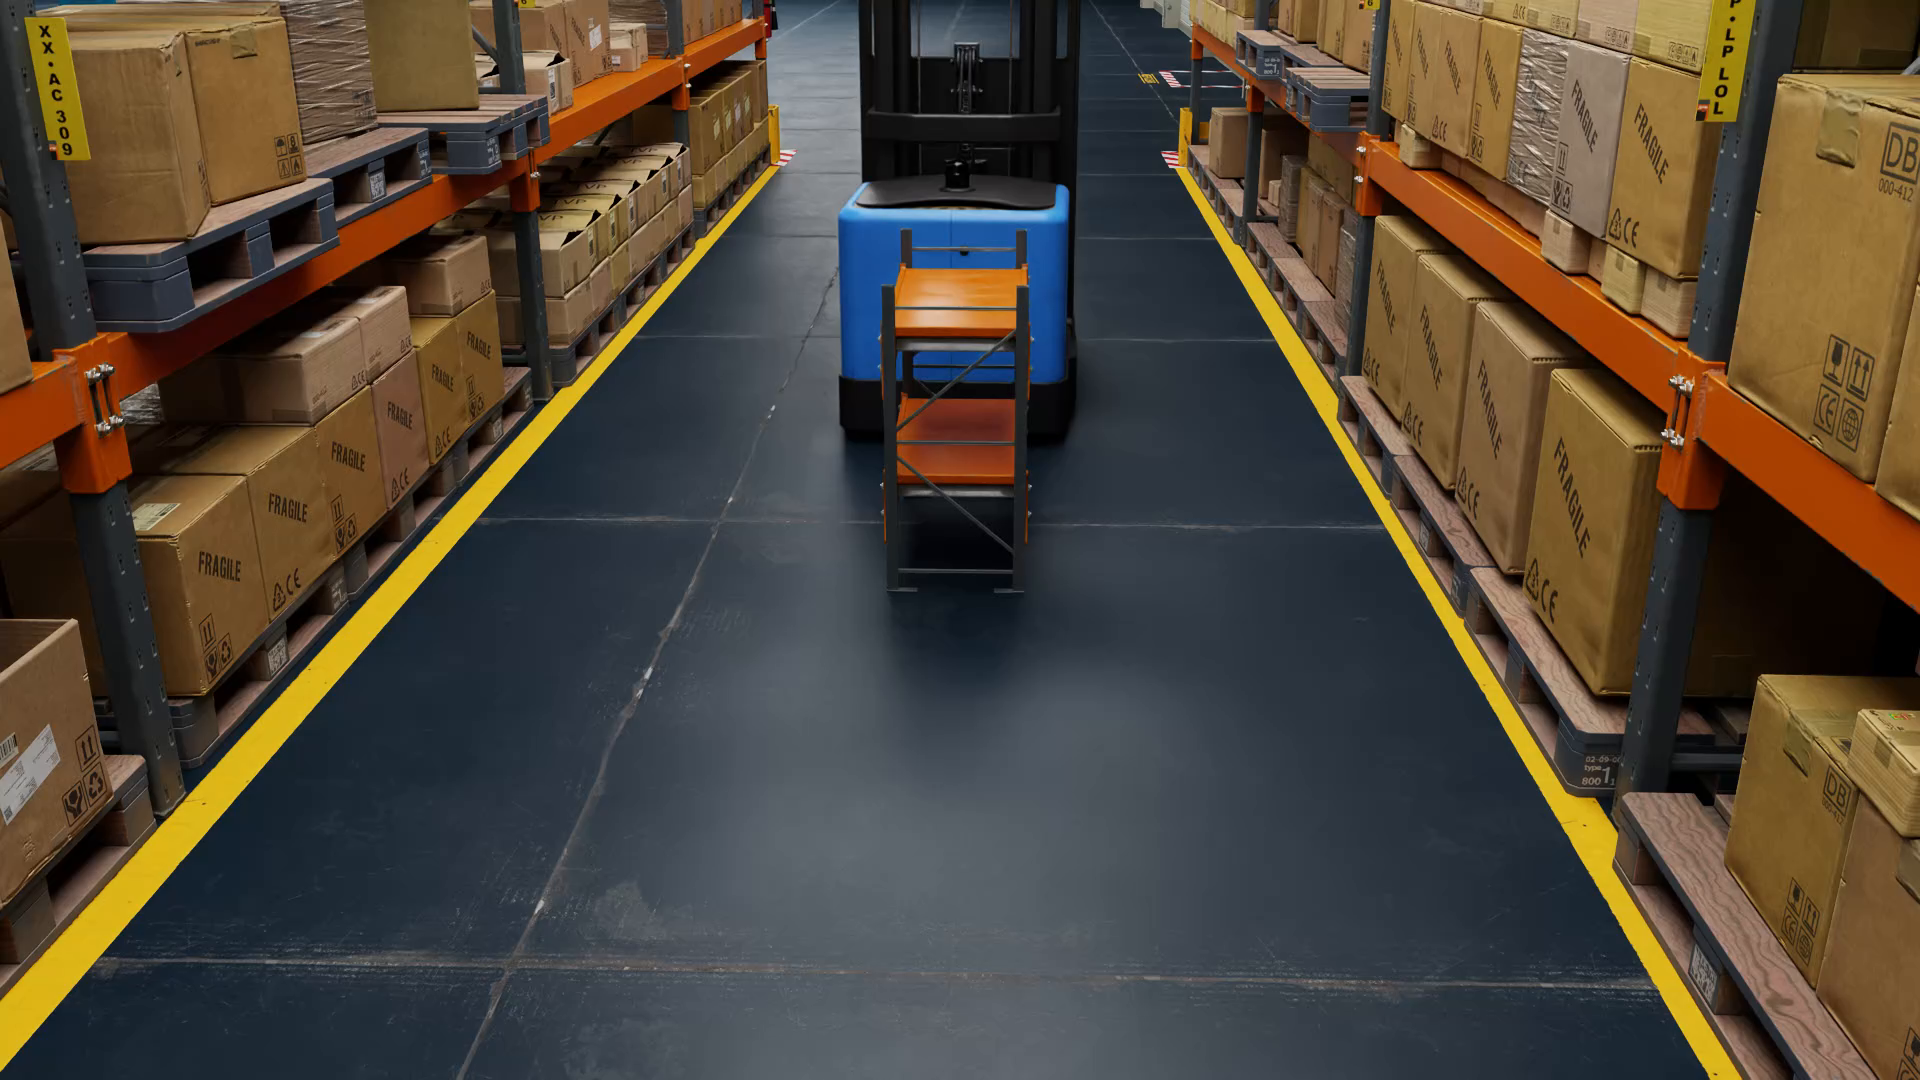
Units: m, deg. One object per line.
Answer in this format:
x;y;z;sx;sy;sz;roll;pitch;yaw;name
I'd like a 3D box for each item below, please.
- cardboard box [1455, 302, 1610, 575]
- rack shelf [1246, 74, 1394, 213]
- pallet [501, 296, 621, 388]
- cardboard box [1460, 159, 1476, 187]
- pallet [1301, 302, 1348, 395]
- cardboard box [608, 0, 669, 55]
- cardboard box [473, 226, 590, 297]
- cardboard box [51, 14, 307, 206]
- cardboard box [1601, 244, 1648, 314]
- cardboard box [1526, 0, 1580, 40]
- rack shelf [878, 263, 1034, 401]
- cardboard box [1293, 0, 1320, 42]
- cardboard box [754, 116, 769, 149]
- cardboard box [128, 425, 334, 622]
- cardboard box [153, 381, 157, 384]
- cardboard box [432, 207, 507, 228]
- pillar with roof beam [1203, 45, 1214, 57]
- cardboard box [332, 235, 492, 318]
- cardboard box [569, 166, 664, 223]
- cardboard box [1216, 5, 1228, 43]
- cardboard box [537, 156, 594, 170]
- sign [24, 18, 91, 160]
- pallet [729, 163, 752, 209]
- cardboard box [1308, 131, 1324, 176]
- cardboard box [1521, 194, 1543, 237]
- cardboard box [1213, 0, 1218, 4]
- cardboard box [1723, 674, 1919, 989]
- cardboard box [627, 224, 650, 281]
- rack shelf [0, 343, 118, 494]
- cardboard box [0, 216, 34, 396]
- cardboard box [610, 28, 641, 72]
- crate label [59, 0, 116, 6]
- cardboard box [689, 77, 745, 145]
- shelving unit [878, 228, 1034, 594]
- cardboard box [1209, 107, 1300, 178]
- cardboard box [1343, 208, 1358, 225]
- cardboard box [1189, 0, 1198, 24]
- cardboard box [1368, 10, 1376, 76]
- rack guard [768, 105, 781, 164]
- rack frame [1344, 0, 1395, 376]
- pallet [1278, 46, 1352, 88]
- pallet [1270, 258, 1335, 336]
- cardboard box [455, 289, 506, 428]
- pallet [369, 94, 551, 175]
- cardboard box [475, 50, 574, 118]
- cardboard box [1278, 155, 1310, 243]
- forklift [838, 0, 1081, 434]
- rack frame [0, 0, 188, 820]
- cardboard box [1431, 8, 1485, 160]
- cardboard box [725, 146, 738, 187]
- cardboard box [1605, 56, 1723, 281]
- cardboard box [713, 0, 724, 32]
2.194;-0.358;5.697;0.750;0.750;0.750;1;21;3;cardboard box
2.462;-2.441;9.668;1.077;0.370;4.000;1;21;2;rack shelf
-2.486;-1.104;9.081;1.003;0.211;1.213;1;21;2;pallet
2.167;-1.457;6.456;0.380;0.149;0.250;1;21;3;cardboard box
2.427;-1.036;8.907;1.003;0.211;1.213;1;21;2;pallet
-2.421;-3.760;11.934;0.700;0.500;0.500;0;21;0;cardboard box
-2.241;-1.468;8.611;0.500;0.311;0.500;1;21;3;cardboard box
-2.476;-1.321;5.067;0.700;0.500;0.500;4;22;10;cardboard box
1.991;-0.716;4.547;0.380;0.149;0.250;1;21;3;cardboard box
2.079;-1.692;5.130;0.500;0.250;0.500;1;21;3;cardboard box
0.000;-0.795;6.213;0.538;0.278;1.000;1;21;2;rack shelf
2.449;-3.366;10.310;0.700;0.500;0.500;3;21;7;cardboard box
-2.028;-3.716;15.179;0.500;0.250;0.500;1;21;2;cardboard box
-2.408;-0.065;5.397;0.500;0.500;0.500;1;21;2;cardboard box
-2.891;-0.425;6.326;0.500;0.500;0.500;0;21;0;cardboard box
-2.771;-1.662;9.111;0.500;0.311;0.500;0;21;1;cardboard box
-0.450;-11.866;24.671;9.100;9.000;0.400;1;21;2;pillar with roof beam
-2.341;-1.135;7.117;0.500;0.250;0.500;1;21;4;cardboard box
-2.181;-2.210;10.523;0.500;0.311;0.500;1;21;1;cardboard box
2.258;-3.976;12.808;0.500;0.250;0.500;1;21;1;cardboard box
-2.710;-2.400;11.014;0.500;0.311;0.500;0;21;1;cardboard box
-2.129;-1.061;3.919;0.100;0.325;0.005;1;21;2;sign
-2.328;-2.982;13.923;1.003;0.211;1.213;1;21;2;pallet
2.507;-2.463;10.542;0.500;0.250;0.500;0;21;0;cardboard box
2.090;-1.083;5.494;0.380;0.149;0.250;0;21;0;cardboard box
2.279;-4.513;13.157;0.500;0.500;0.500;1;21;3;cardboard box
2.155;0.632;3.629;0.700;0.500;0.500;1;21;2;cardboard box
-2.200;-1.762;10.143;0.500;0.250;0.500;1;21;3;cardboard box
-2.733;0.398;2.350;1.077;0.370;4.000;1;21;2;rack shelf
-2.430;-0.523;3.592;0.500;0.500;0.500;1;21;3;cardboard box
-2.272;-3.170;10.738;0.396;0.266;0.258;0;21;0;cardboard box
-7.043;-4.403;13.681;0.502;0.435;0.616;1;21;2;crate label
-2.058;-3.523;13.645;0.500;0.500;0.500;1;21;2;cardboard box
0.000;-0.522;6.319;0.538;1.125;1.048;1;21;2;shelving unit
2.444;-3.266;13.646;0.700;0.500;0.500;-1;21;-2;cardboard box
2.503;-1.539;9.196;0.700;0.500;0.500;1;21;2;cardboard box
2.313;-4.712;14.707;0.500;0.250;0.500;0;21;0;cardboard box
2.406;-2.475;8.015;0.700;0.500;0.500;-2;21;-5;cardboard box
-2.306;-3.842;15.740;1.175;0.500;0.348;1;21;2;rack guard
2.401;-2.053;7.674;1.000;3.000;0.127;1;21;2;rack frame
2.421;-2.680;9.555;1.003;0.211;1.213;1;21;2;pallet
2.467;-1.476;10.041;1.003;0.211;1.213;1;21;2;pallet
-2.344;-0.805;7.305;0.500;0.500;0.500;1;21;4;cardboard box
-2.501;-1.771;7.212;1.213;0.211;1.003;1;21;2;pallet
-2.329;-2.386;8.655;0.500;0.311;0.500;0;21;1;cardboard box
2.517;-2.273;11.088;0.700;0.500;0.500;1;21;3;cardboard box
0.065;-2.337;8.499;1.130;2.935;3.031;1;21;4;forklift
-2.672;-0.660;4.084;1.000;3.000;0.127;1;21;2;rack frame
2.089;-1.706;6.203;0.500;0.500;0.500;1;21;1;cardboard box
-2.071;-2.992;13.315;0.500;0.250;0.500;1;21;2;cardboard box
2.042;-0.971;4.308;0.500;0.500;0.500;0;21;1;cardboard box
-2.366;-4.508;13.861;0.700;0.500;0.500;1;21;2;cardboard box
